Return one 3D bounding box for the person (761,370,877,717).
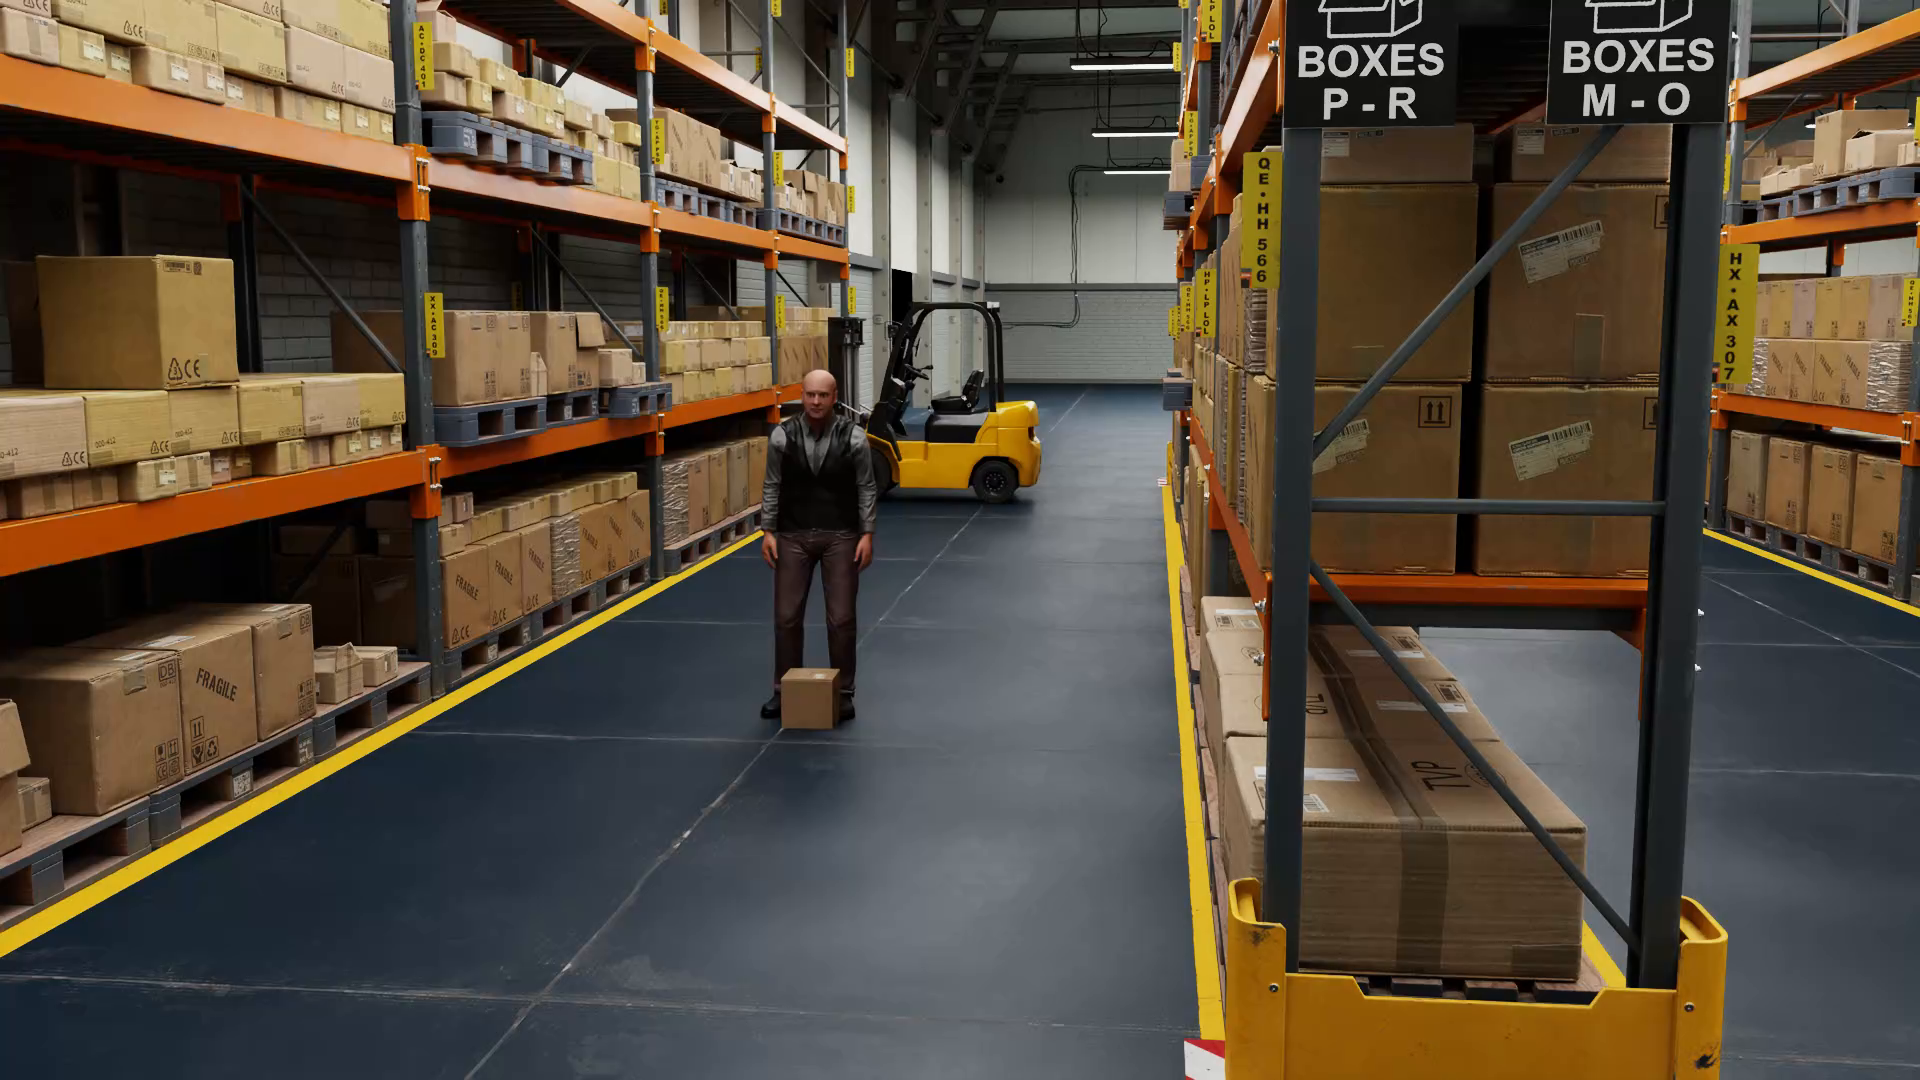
[{"bbox_3d":[-0.705,0.014,8.285,0.578,1.719,0.376,0,8,4],"label":"person"}]
